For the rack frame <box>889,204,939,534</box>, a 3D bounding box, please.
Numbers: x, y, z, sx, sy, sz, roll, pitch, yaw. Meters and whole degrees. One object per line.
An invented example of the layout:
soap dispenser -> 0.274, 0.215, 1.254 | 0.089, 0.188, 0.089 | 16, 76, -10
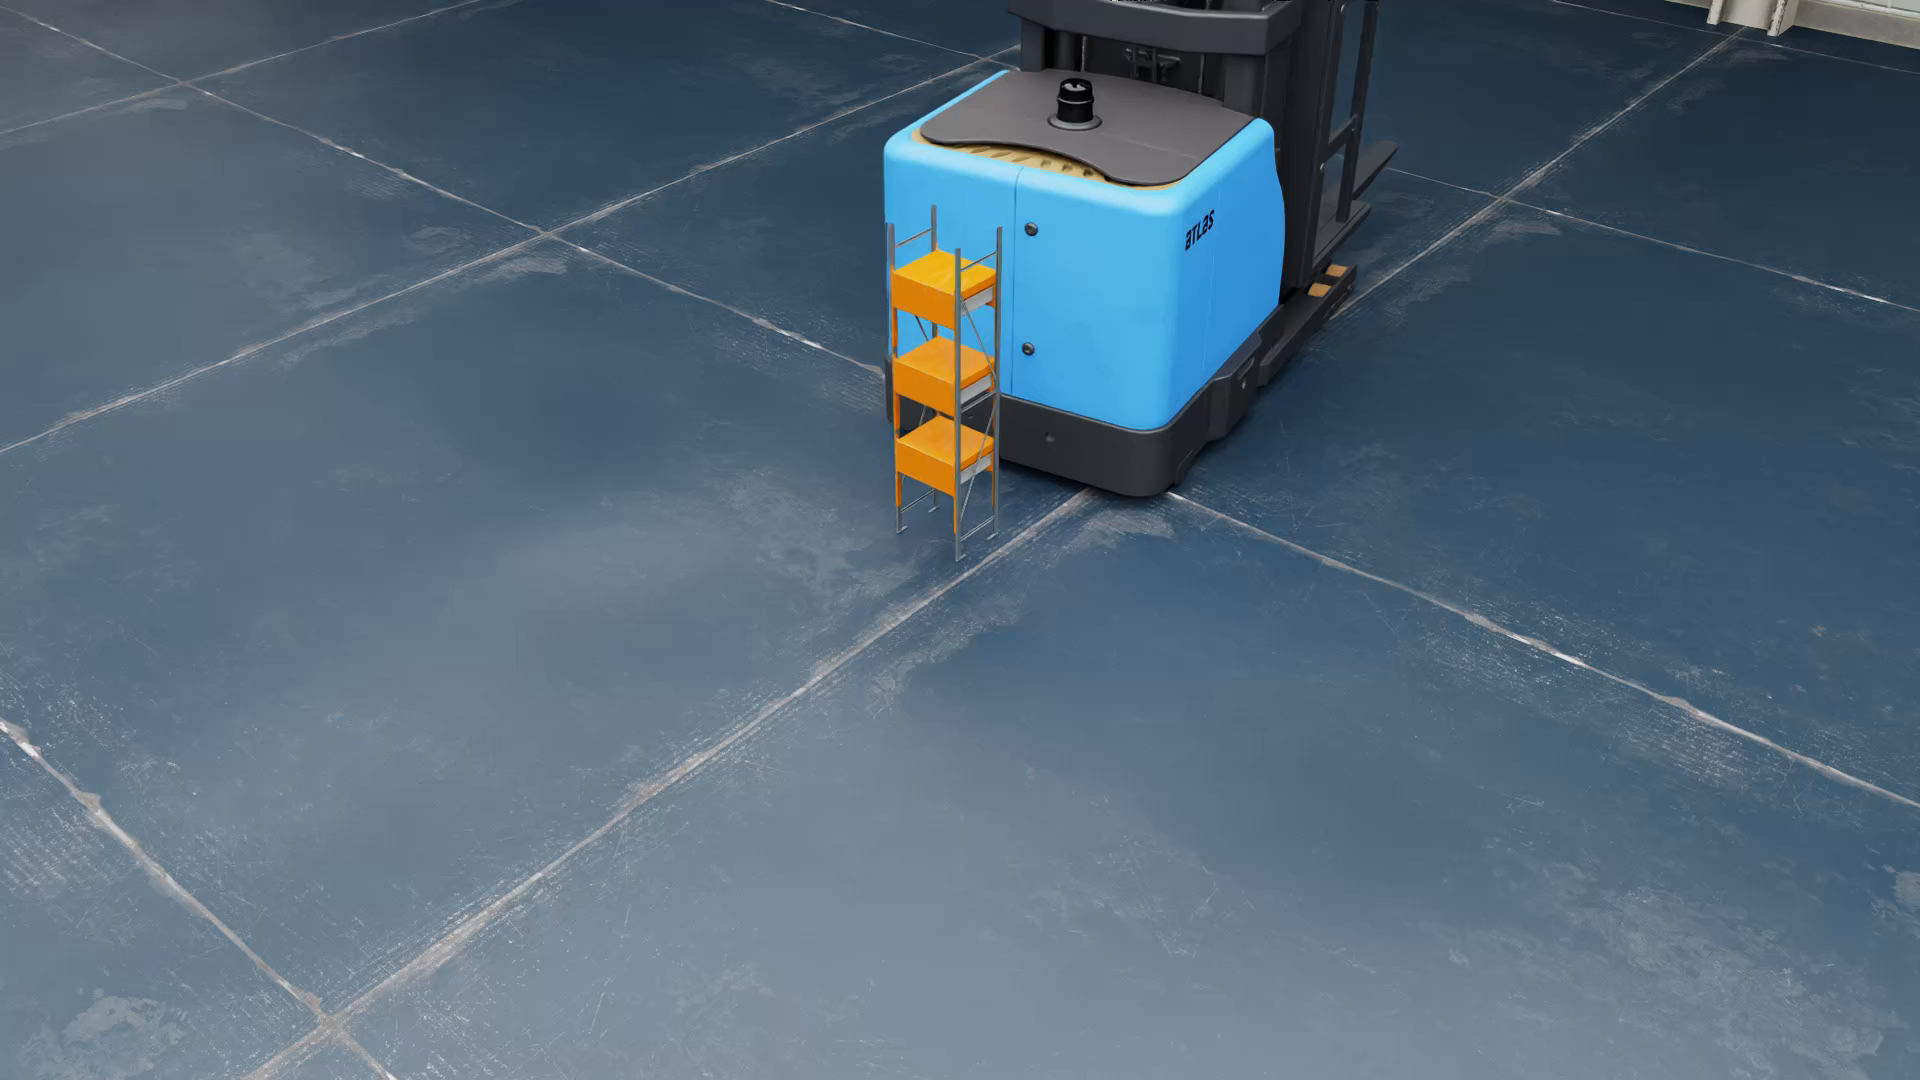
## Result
rack frame -> -0.135, -0.496, 5.045 | 0.008, 1.050, 0.200 | 25, 42, 32

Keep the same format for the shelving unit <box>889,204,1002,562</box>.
shelving unit -> -0.041, -0.452, 4.981 | 0.252, 1.050, 0.215 | 25, 42, 32

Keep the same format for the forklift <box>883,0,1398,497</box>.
forklift -> 0.915, -2.155, 5.798 | 1.130, 2.935, 3.031 | 18, 38, 24

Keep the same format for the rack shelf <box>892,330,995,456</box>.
rack shelf -> -0.041, -0.443, 4.987 | 0.240, 0.259, 0.215 | 25, 42, 32

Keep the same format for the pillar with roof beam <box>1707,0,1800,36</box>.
pillar with roof beam -> 1.804, -4.818, 4.317 | 0.400, 9.000, 9.100 | 25, 42, 32

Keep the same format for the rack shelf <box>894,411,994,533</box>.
rack shelf -> -0.041, -0.214, 5.144 | 0.240, 0.259, 0.215 | 25, 42, 32

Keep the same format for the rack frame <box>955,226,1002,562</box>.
rack frame -> 0.053, -0.408, 4.917 | 0.008, 1.050, 0.200 | 25, 42, 32

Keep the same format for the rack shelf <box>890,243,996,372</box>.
rack shelf -> -0.041, -0.677, 4.826 | 0.240, 0.259, 0.215 | 25, 42, 32
